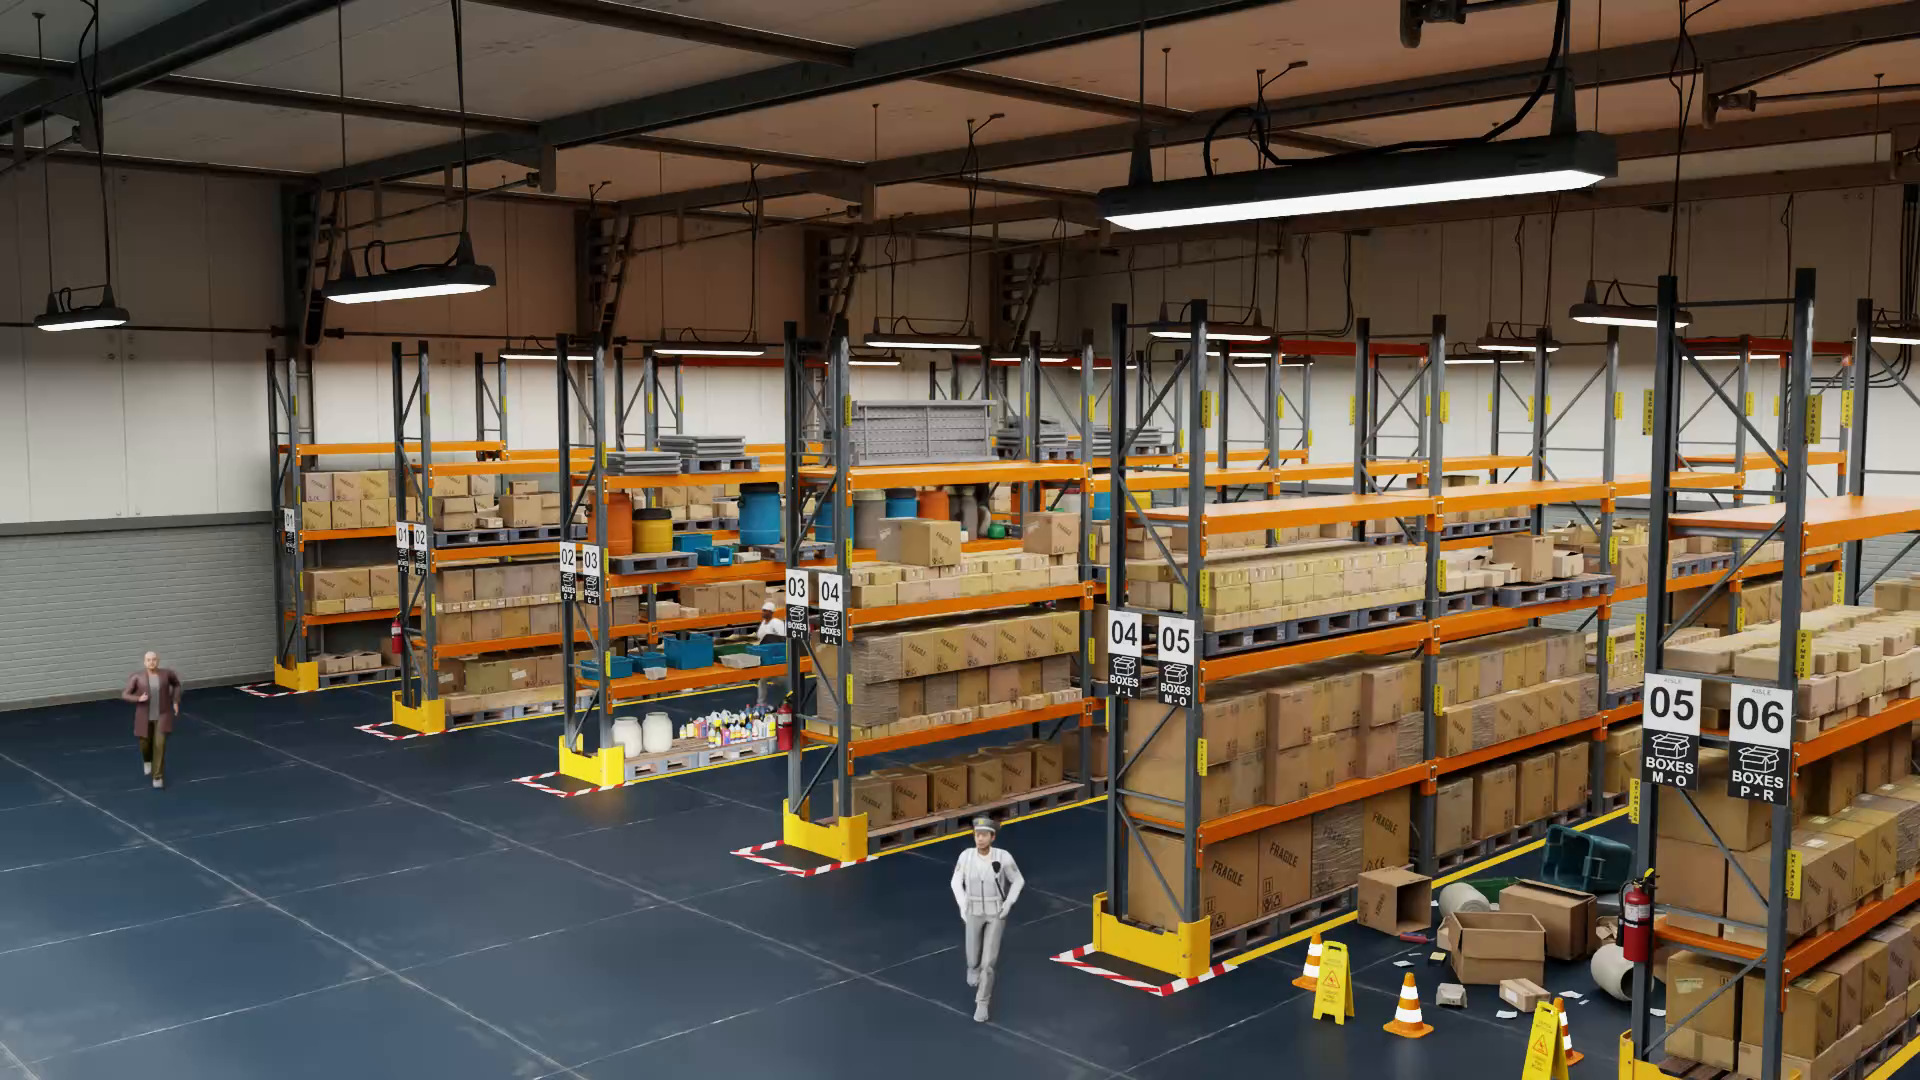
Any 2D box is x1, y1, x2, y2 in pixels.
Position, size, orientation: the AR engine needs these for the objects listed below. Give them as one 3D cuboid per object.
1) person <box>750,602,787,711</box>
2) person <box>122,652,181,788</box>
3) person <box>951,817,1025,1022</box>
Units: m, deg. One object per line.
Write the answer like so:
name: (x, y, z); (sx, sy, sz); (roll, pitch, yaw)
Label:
person: (-3.068, 1.900, 27.350); (0.886, 1.773, 0.686); (-5, 7, -43)
person: (-10.731, 2.353, 22.113); (0.718, 1.761, 0.965); (-3, 6, -27)
person: (0.235, 3.131, 14.020); (0.621, 1.674, 0.650); (1, 5, 8)
